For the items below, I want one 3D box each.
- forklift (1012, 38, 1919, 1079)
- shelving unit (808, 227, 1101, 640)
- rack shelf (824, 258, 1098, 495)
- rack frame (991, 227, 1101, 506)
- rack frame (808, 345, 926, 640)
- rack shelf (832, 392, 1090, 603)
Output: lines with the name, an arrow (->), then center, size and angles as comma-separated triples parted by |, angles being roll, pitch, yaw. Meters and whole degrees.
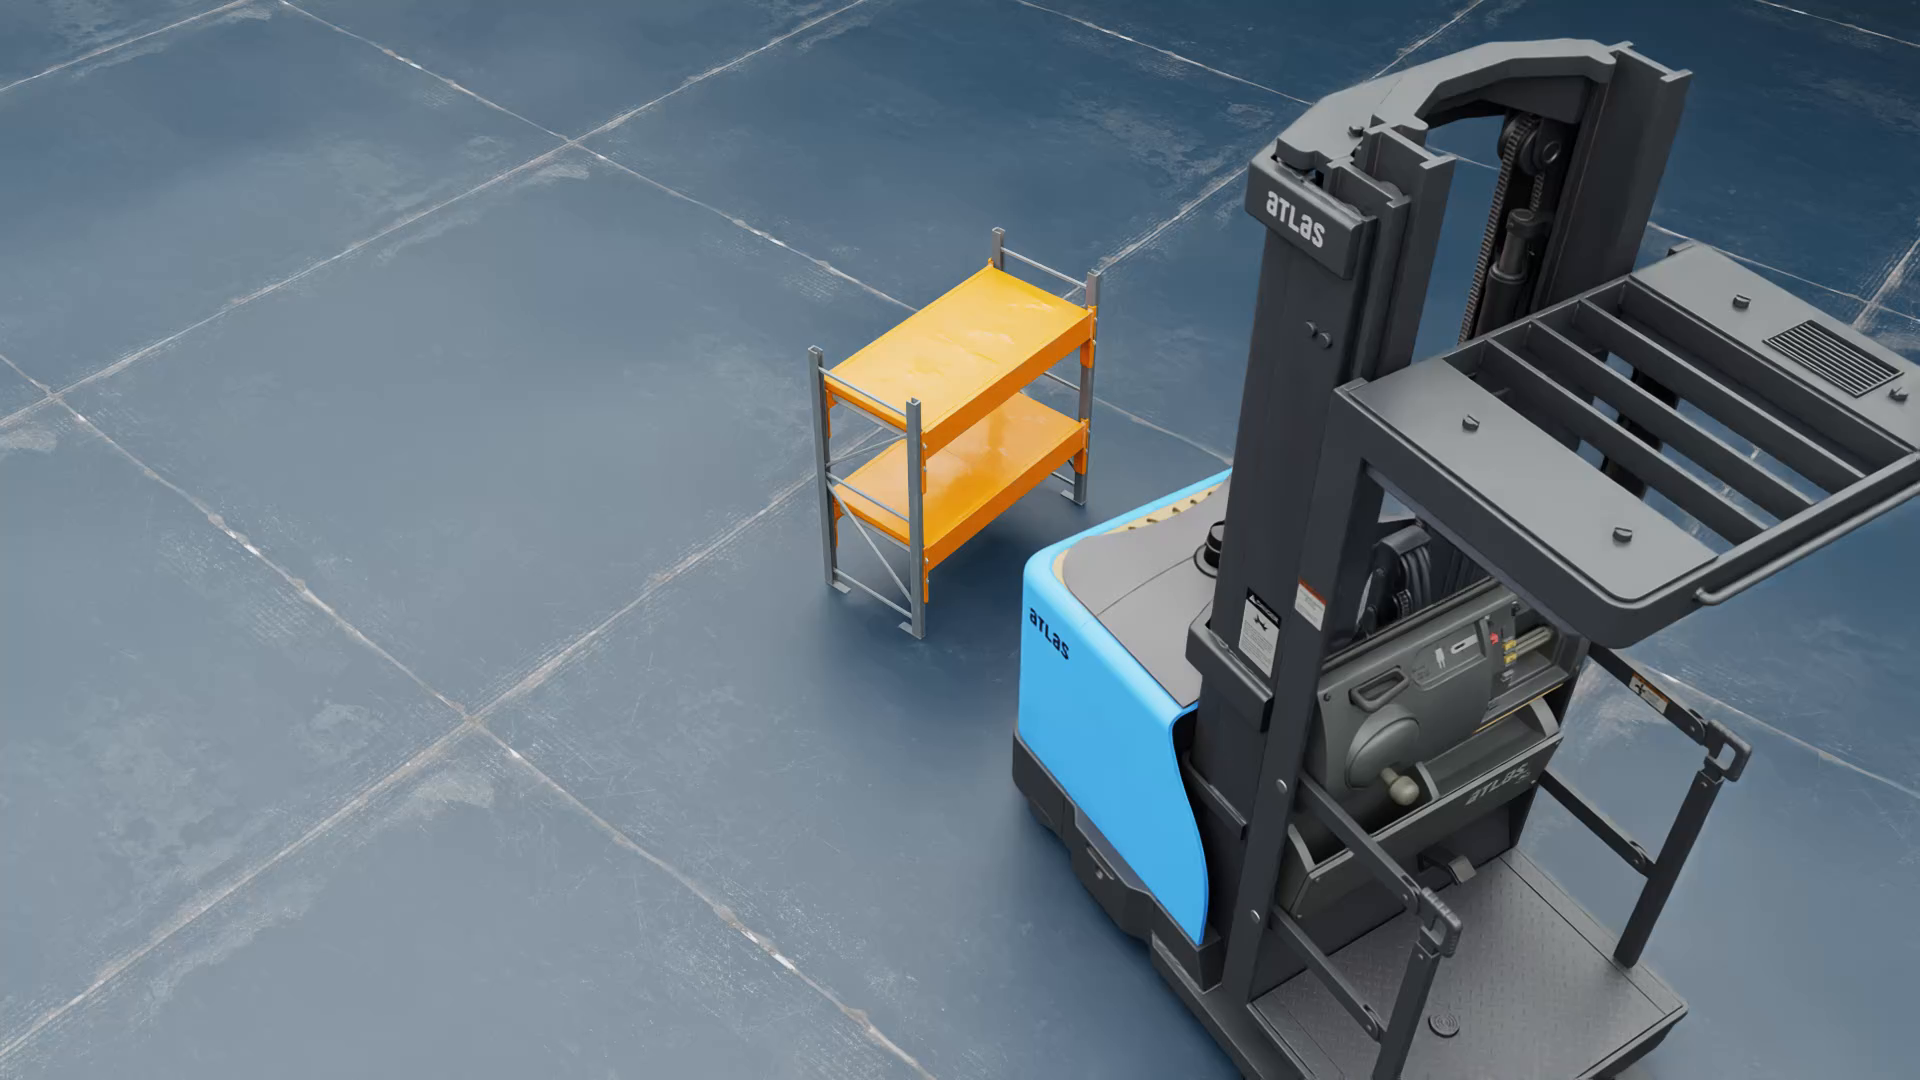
forklift -> 1.383, 0.434, 4.094 | 1.130, 2.935, 3.031 | -23, 47, -23
shelving unit -> -0.004, -0.413, 6.368 | 0.538, 1.125, 1.048 | 29, 50, 28
rack shelf -> -0.004, -0.629, 6.171 | 0.538, 0.278, 1.000 | 29, 50, 28
rack frame -> 0.323, -0.674, 6.656 | 0.500, 1.125, 0.032 | 29, 50, 28
rack frame -> -0.332, -0.151, 6.080 | 0.500, 1.125, 0.032 | 29, 50, 28
rack shelf -> -0.004, -0.232, 6.532 | 0.538, 0.278, 1.000 | 29, 50, 28
